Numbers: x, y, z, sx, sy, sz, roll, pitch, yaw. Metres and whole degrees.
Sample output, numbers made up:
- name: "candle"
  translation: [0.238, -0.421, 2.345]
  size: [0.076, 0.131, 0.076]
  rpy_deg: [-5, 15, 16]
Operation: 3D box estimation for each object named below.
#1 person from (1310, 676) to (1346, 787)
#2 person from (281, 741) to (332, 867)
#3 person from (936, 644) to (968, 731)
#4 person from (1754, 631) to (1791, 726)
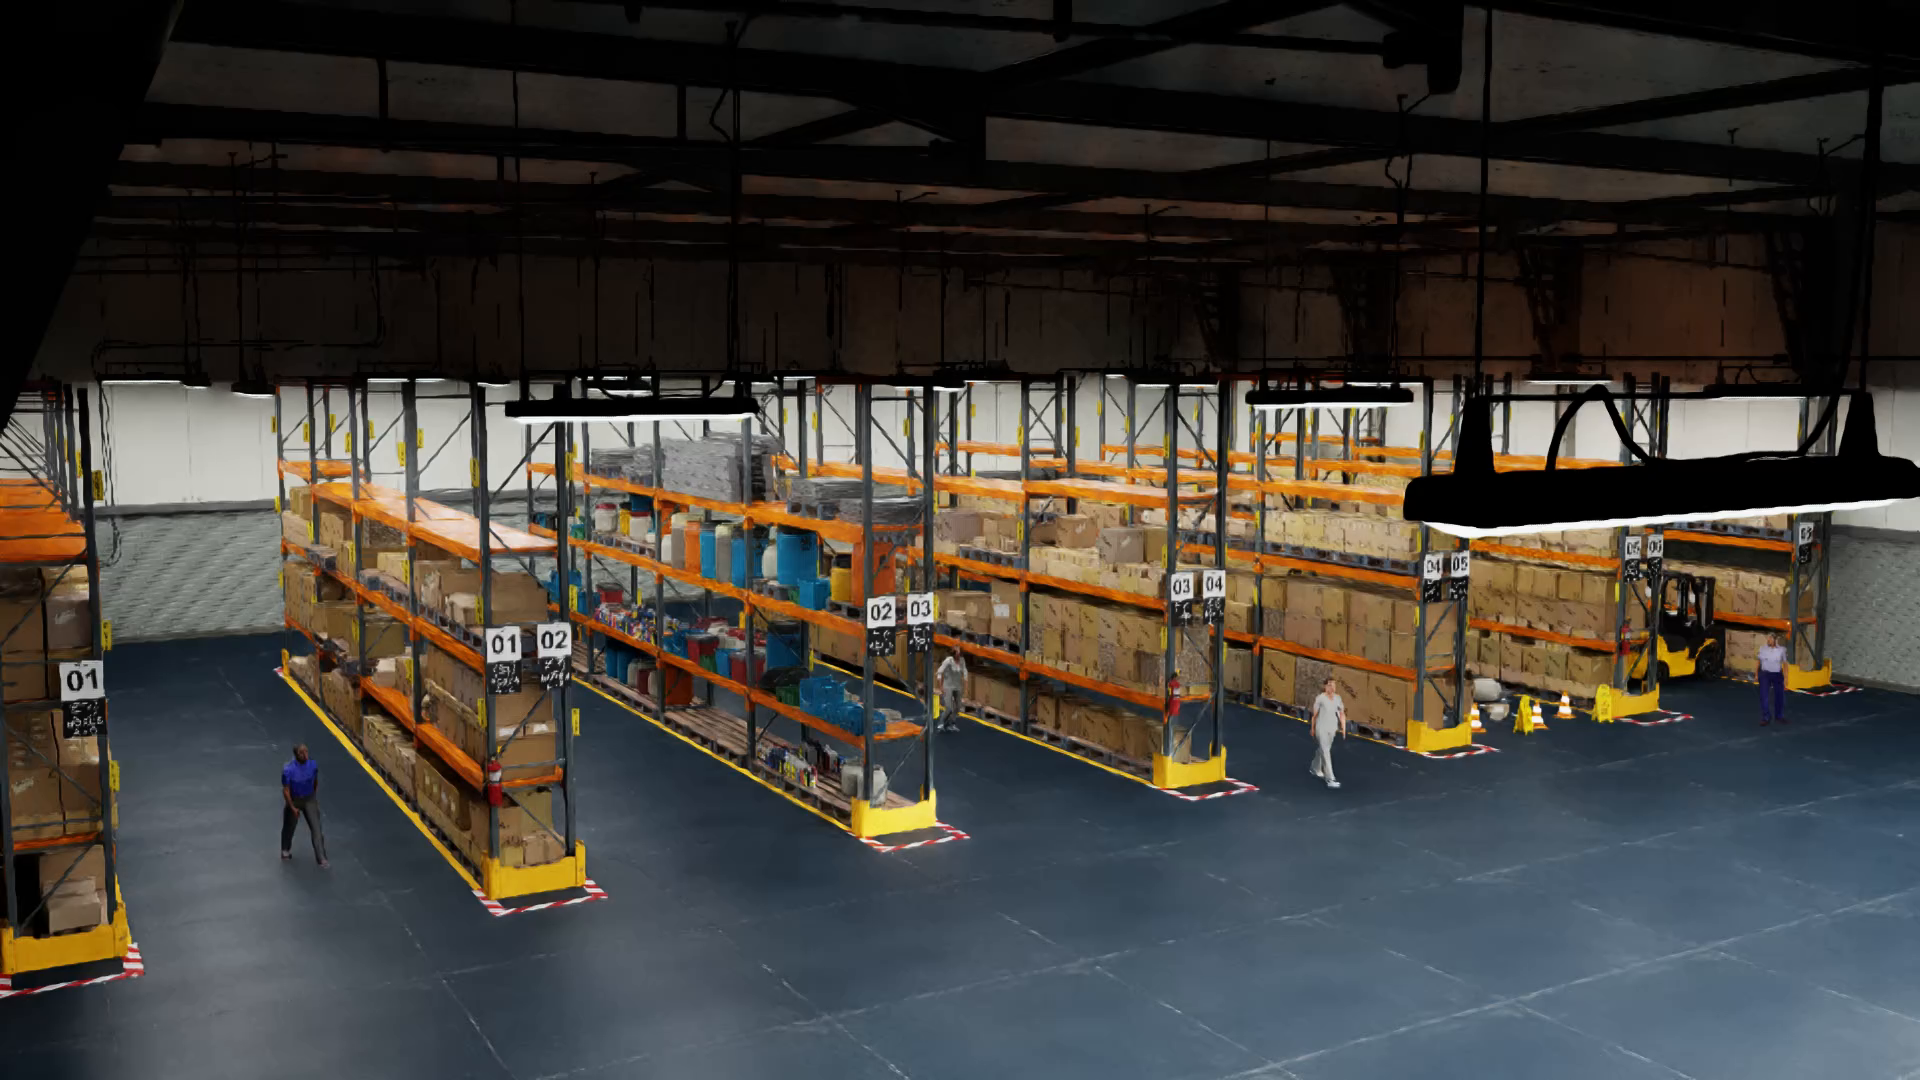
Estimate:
- name: "person"
  translation: [5.484, 2.816, 24.735]
  size: [0.444, 1.604, 1.018]
  rpy_deg: [-2, 7, -21]
- name: "person"
  translation: [-8.219, 3.265, 20.738]
  size: [0.470, 1.571, 1.060]
  rpy_deg: [-5, 8, -39]
- name: "person"
  translation: [-0.136, 2.498, 28.133]
  size: [0.566, 1.541, 0.519]
  rpy_deg: [-4, 7, -32]
- name: "person"
  translation: [14.097, 2.386, 28.804]
  size: [0.598, 1.627, 0.538]
  rpy_deg: [4, 7, 33]
